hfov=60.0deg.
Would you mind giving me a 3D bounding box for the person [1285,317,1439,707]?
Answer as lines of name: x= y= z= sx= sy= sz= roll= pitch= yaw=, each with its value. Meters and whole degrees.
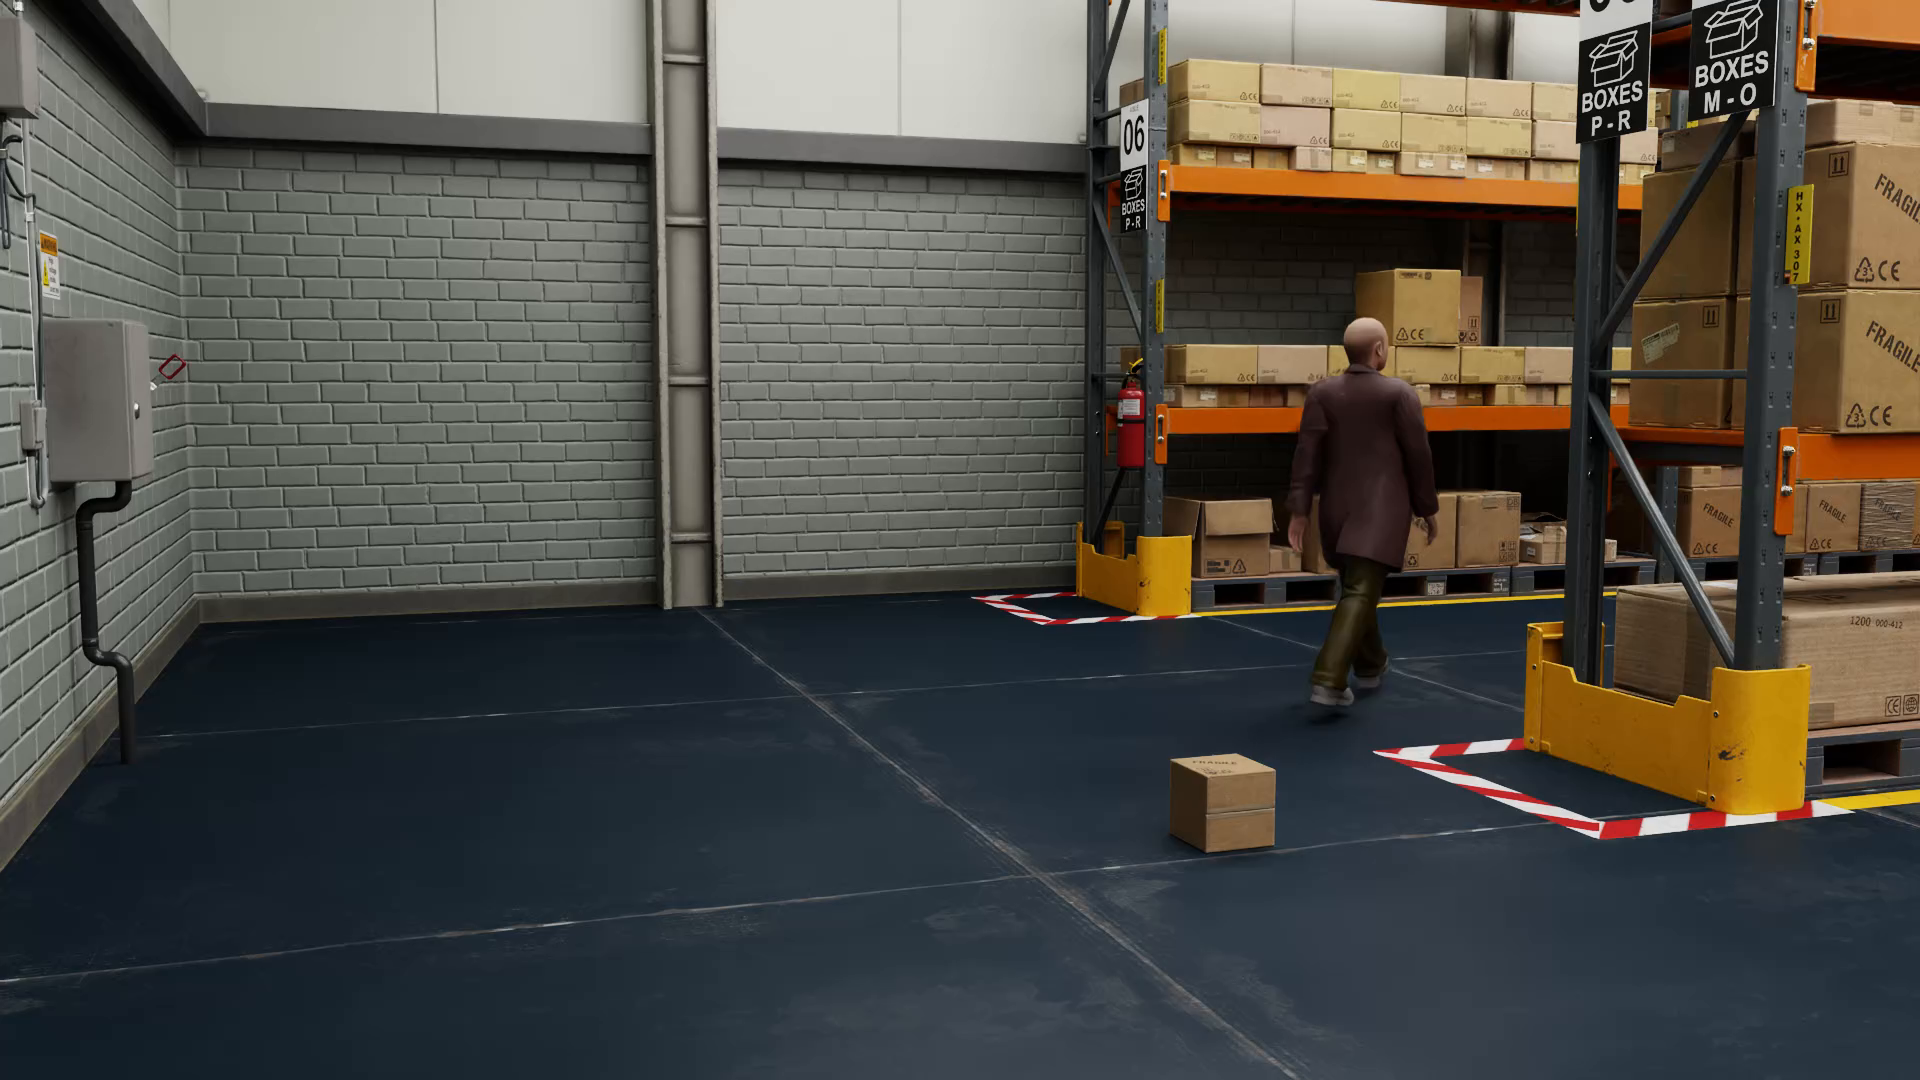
person: x=1.857 y=-0.137 z=7.530 sx=0.631 sy=1.722 sz=1.081 roll=5 pitch=7 yaw=40
